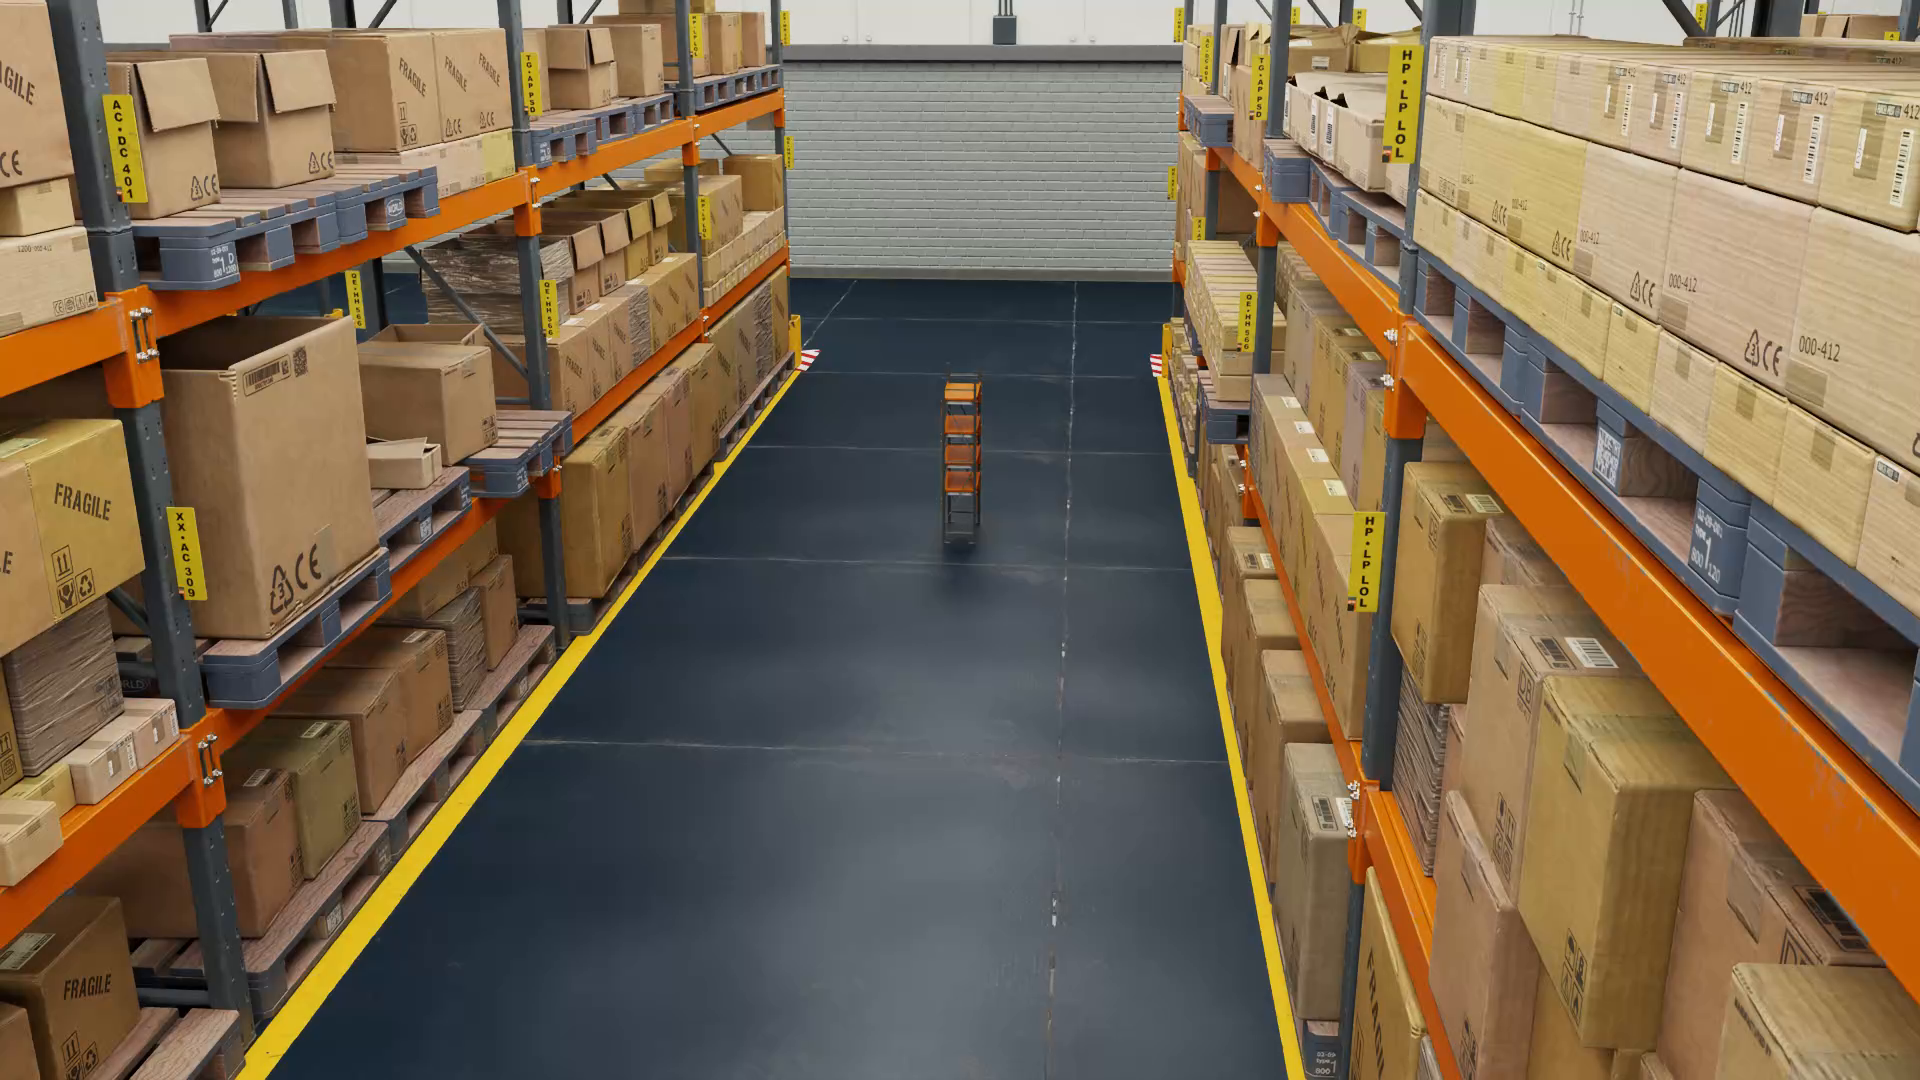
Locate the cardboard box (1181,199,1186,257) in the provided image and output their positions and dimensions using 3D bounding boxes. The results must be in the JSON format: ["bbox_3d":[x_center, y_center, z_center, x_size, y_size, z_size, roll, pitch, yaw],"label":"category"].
[{"bbox_3d":[2.297,-2.873,15.235,0.500,0.500,0.500,2,18,5],"label":"cardboard box"}]

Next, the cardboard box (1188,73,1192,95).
[{"bbox_3d":[2.312,-4.032,14.836,0.500,0.250,0.500,1,18,2],"label":"cardboard box"}]

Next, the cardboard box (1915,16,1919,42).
[{"bbox_3d":[7.575,-3.712,12.623,0.500,0.500,0.500,2,18,5],"label":"cardboard box"}]

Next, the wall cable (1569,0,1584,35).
[{"bbox_3d":[7.737,-7.680,20.911,0.463,3.000,0.029,1,18,4],"label":"wall cable"}]

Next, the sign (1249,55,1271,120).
[{"bbox_3d":[1.551,-2.335,8.584,0.100,0.325,0.005,1,18,4],"label":"sign"}]

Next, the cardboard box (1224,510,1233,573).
[{"bbox_3d":[1.878,0.127,10.058,0.500,0.500,0.500,1,18,4],"label":"cardboard box"}]

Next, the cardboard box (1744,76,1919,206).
[{"bbox_3d":[1.278,-0.526,2.181,0.380,0.149,0.250,1,18,4],"label":"cardboard box"}]

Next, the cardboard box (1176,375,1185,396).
[{"bbox_3d":[2.205,-1.431,15.377,0.380,0.149,0.250,0,18,1],"label":"cardboard box"}]

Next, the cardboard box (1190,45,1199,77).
[{"bbox_3d":[2.255,-4.121,14.303,0.500,0.250,0.500,1,18,2],"label":"cardboard box"}]

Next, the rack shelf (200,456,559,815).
[{"bbox_3d":[-2.992,0.170,7.743,1.077,0.370,4.000,1,18,4],"label":"rack shelf"}]

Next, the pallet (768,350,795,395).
[{"bbox_3d":[-2.254,-1.703,16.780,1.003,0.211,1.213,1,18,4],"label":"pallet"}]

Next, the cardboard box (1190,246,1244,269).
[{"bbox_3d":[1.878,-2.058,12.159,0.380,0.149,0.250,2,18,5],"label":"cardboard box"}]

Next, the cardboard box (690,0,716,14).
[{"bbox_3d":[-2.430,-4.727,14.515,0.500,0.250,0.500,1,18,2],"label":"cardboard box"}]

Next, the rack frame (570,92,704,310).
[{"bbox_3d":[-2.561,-2.036,13.318,1.000,3.000,0.127,1,18,4],"label":"rack frame"}]

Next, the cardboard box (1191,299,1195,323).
[{"bbox_3d":[1.837,-1.620,11.778,0.380,0.149,0.250,1,18,4],"label":"cardboard box"}]

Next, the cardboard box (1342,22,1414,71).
[{"bbox_3d":[2.412,-2.848,9.589,0.396,0.266,0.258,1,18,4],"label":"cardboard box"}]

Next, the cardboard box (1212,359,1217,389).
[{"bbox_3d":[1.688,-0.972,9.801,0.380,0.149,0.250,1,18,4],"label":"cardboard box"}]

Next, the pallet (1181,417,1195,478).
[{"bbox_3d":[2.391,-0.778,13.958,1.003,0.211,1.213,1,18,4],"label":"pallet"}]

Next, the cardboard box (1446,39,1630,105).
[{"bbox_3d":[1.423,-1.156,4.104,0.380,0.149,0.250,1,18,3],"label":"cardboard box"}]

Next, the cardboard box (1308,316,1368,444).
[{"bbox_3d":[1.980,-0.718,7.531,0.700,0.500,0.500,1,18,3],"label":"cardboard box"}]

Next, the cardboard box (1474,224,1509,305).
[{"bbox_3d":[1.386,-0.621,3.751,0.380,0.149,0.250,1,18,3],"label":"cardboard box"}]

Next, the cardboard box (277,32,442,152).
[{"bbox_3d":[-2.710,-2.037,7.542,0.500,0.500,0.500,2,18,5],"label":"cardboard box"}]

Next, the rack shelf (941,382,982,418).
[{"bbox_3d":[0.012,-0.995,11.771,0.258,0.148,0.480,1,18,4],"label":"rack shelf"}]

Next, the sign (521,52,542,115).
[{"bbox_3d":[-2.307,-2.452,8.940,0.100,0.325,0.005,1,18,4],"label":"sign"}]

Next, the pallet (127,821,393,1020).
[{"bbox_3d":[-3.081,1.532,6.908,1.003,0.211,1.213,1,18,4],"label":"pallet"}]

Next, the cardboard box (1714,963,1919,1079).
[{"bbox_3d":[1.531,0.962,2.195,0.875,0.550,0.550,1,18,4],"label":"cardboard box"}]

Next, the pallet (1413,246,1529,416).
[{"bbox_3d":[1.736,-0.538,4.074,1.003,0.211,1.213,1,18,4],"label":"pallet"}]

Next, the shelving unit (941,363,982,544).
[{"bbox_3d":[0.012,-0.622,11.893,0.258,1.200,0.503,1,18,4],"label":"shelving unit"}]

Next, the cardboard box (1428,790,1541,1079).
[{"bbox_3d":[1.617,0.971,3.901,0.875,0.550,0.550,1,18,4],"label":"cardboard box"}]

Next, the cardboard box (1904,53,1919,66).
[{"bbox_3d":[2.005,-0.828,3.104,0.380,0.149,0.250,1,18,3],"label":"cardboard box"}]

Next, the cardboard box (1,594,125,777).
[{"bbox_3d":[-3.229,0.399,5.251,0.875,0.500,0.500,1,18,4],"label":"cardboard box"}]

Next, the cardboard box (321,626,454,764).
[{"bbox_3d":[-2.937,0.743,8.147,0.700,0.500,0.500,3,18,9],"label":"cardboard box"}]

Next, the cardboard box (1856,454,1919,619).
[{"bbox_3d":[1.241,0.012,1.822,0.380,0.149,0.250,2,18,5],"label":"cardboard box"}]

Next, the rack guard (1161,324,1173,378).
[{"bbox_3d":[2.660,-1.924,16.993,1.175,0.500,0.348,1,18,4],"label":"rack guard"}]

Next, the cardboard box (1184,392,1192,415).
[{"bbox_3d":[2.093,-1.153,14.049,0.380,0.149,0.250,1,18,2],"label":"cardboard box"}]

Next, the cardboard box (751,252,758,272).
[{"bbox_3d":[-2.082,-2.566,15.340,0.380,0.149,0.250,2,18,5],"label":"cardboard box"}]

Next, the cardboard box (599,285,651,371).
[{"bbox_3d":[-2.436,-1.460,11.402,0.500,0.500,0.500,1,18,4],"label":"cardboard box"}]

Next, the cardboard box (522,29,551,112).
[{"bbox_3d":[-2.902,-2.927,10.386,0.500,0.500,0.500,2,18,7],"label":"cardboard box"}]

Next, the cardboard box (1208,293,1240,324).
[{"bbox_3d":[1.724,-1.419,10.209,0.380,0.149,0.250,2,18,6],"label":"cardboard box"}]

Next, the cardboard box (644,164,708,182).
[{"bbox_3d":[-2.645,-3.245,15.568,0.500,0.500,0.500,1,18,2],"label":"cardboard box"}]

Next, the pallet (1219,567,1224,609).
[{"bbox_3d":[2.149,0.431,10.268,1.003,0.211,1.213,1,18,4],"label":"pallet"}]

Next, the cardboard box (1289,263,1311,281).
[{"bbox_3d":[2.466,-1.806,11.391,0.380,0.149,0.250,1,18,2],"label":"cardboard box"}]

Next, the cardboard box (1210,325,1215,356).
[{"bbox_3d":[1.707,-1.201,10.022,0.380,0.149,0.250,2,18,5],"label":"cardboard box"}]

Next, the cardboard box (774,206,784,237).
[{"bbox_3d":[-2.045,-3.192,16.609,0.500,0.250,0.500,1,18,3],"label":"cardboard box"}]

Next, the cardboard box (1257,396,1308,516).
[{"bbox_3d":[1.757,-0.407,8.188,0.500,0.500,0.500,1,18,3],"label":"cardboard box"}]

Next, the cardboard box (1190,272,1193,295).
[{"bbox_3d":[1.857,-1.842,11.979,0.380,0.149,0.250,2,18,5],"label":"cardboard box"}]

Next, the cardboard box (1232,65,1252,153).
[{"bbox_3d":[1.942,-2.618,10.117,0.500,0.500,0.500,1,18,4],"label":"cardboard box"}]

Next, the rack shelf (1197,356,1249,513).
[{"bbox_3d":[2.235,-0.930,11.101,1.077,0.370,4.000,1,18,4],"label":"rack shelf"}]

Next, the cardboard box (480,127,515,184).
[{"bbox_3d":[-2.638,-1.994,8.616,0.500,0.250,0.500,1,18,4],"label":"cardboard box"}]

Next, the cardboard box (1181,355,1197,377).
[{"bbox_3d":[2.165,-1.544,14.766,0.380,0.149,0.250,1,18,2],"label":"cardboard box"}]

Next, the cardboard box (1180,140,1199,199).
[{"bbox_3d":[2.279,-3.348,15.080,0.500,0.500,0.500,1,18,3],"label":"cardboard box"}]

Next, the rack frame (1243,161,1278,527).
[{"bbox_3d":[2.092,-0.651,9.093,1.000,3.000,0.127,1,18,4],"label":"rack frame"}]

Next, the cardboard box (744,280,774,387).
[{"bbox_3d":[-2.306,-1.985,15.900,0.875,0.875,0.875,1,18,4],"label":"cardboard box"}]

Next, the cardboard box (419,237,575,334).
[{"bbox_3d":[-2.780,-1.544,10.047,0.797,0.503,0.637,2,18,6],"label":"cardboard box"}]
